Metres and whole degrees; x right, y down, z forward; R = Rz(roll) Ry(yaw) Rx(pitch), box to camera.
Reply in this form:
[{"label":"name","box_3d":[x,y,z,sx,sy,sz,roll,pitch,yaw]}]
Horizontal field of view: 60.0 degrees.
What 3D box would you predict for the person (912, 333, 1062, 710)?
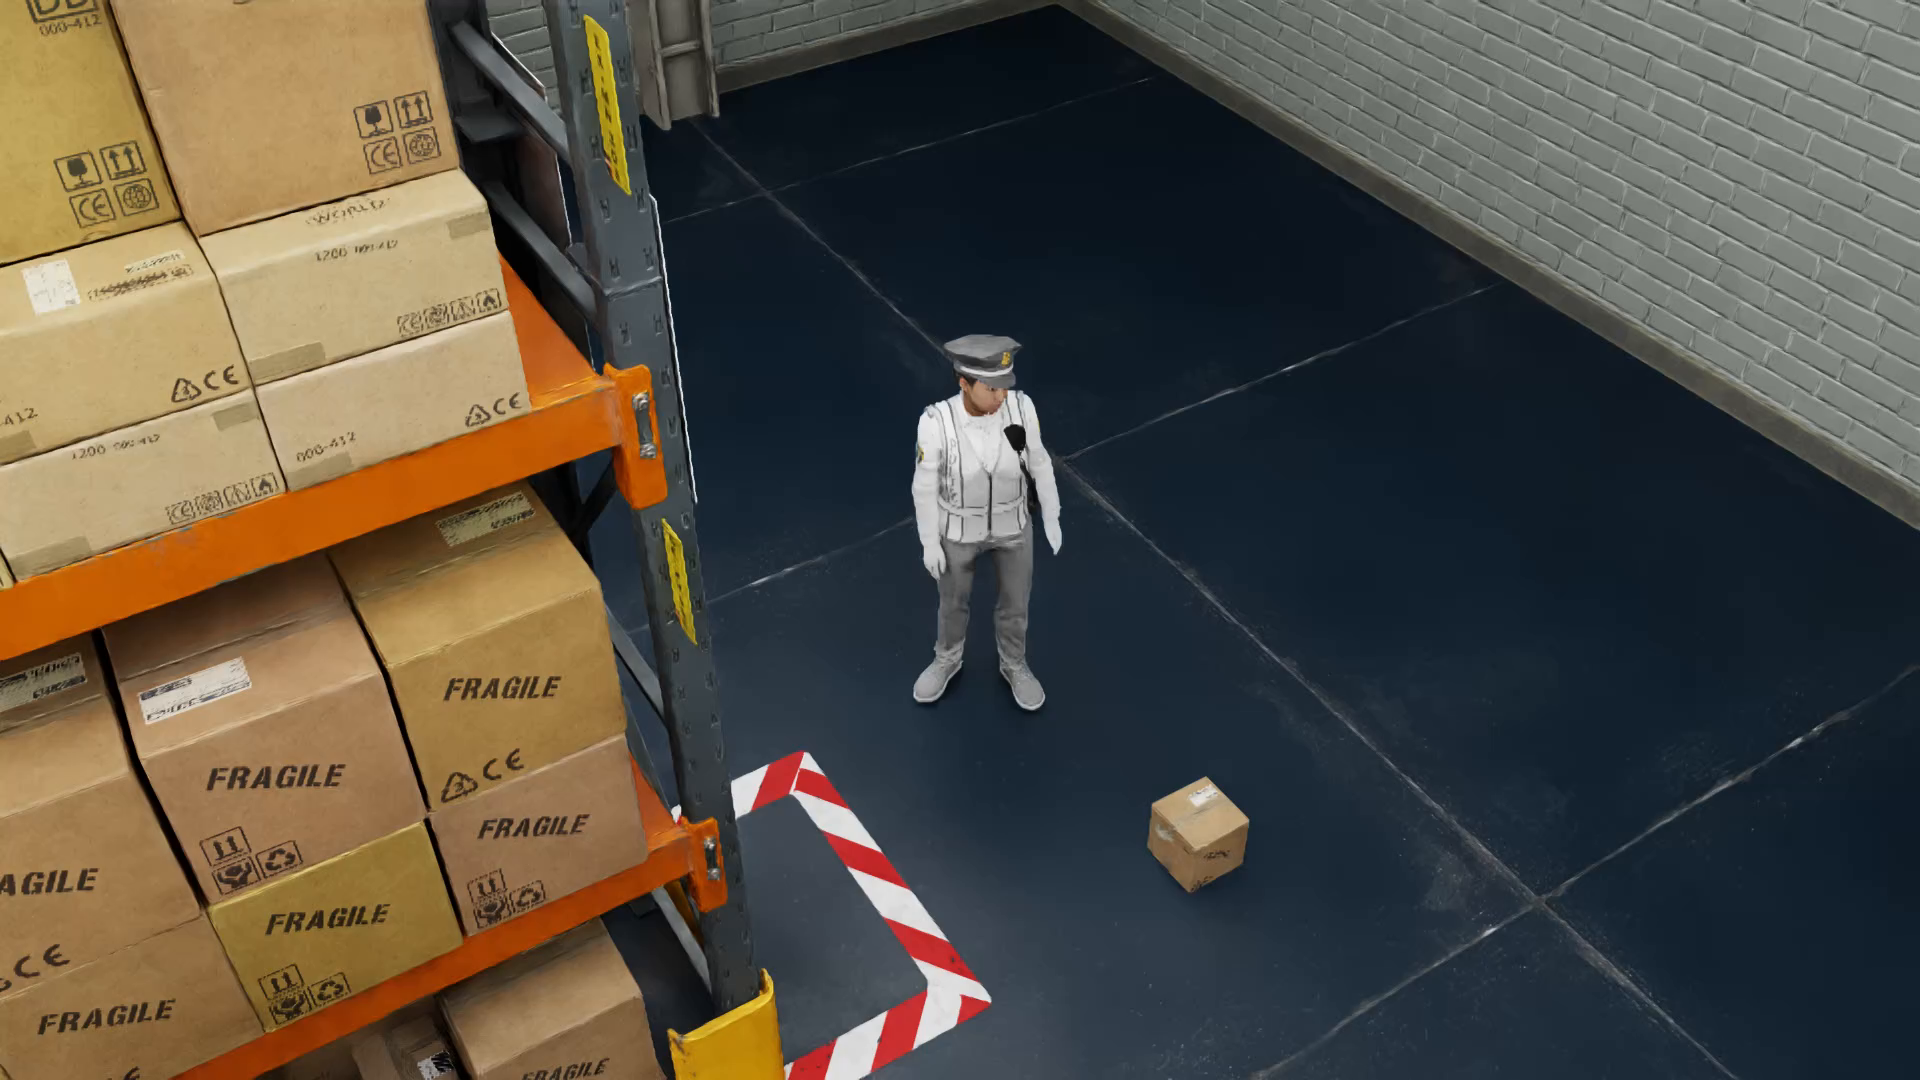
[{"label":"person","box_3d":[0.093,-0.044,6.159,0.577,1.683,0.355,-7,42,-8]}]
